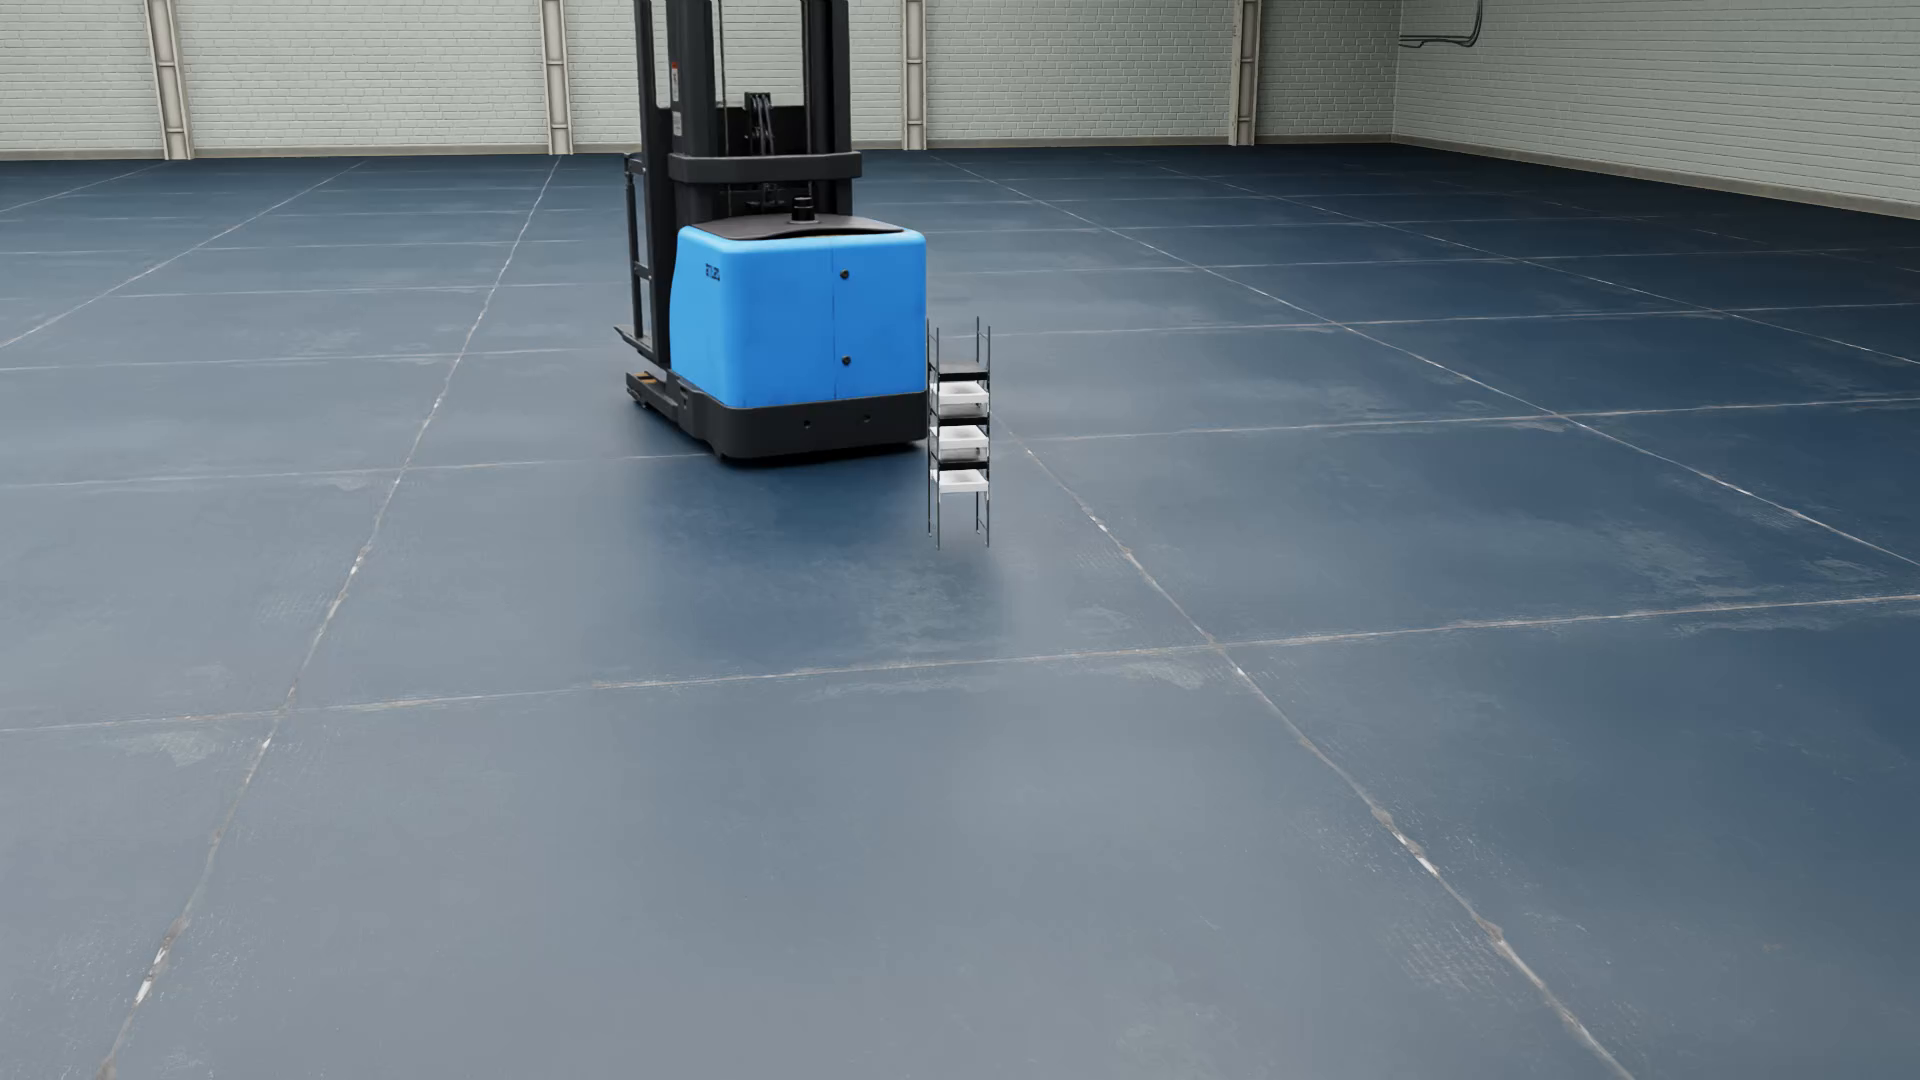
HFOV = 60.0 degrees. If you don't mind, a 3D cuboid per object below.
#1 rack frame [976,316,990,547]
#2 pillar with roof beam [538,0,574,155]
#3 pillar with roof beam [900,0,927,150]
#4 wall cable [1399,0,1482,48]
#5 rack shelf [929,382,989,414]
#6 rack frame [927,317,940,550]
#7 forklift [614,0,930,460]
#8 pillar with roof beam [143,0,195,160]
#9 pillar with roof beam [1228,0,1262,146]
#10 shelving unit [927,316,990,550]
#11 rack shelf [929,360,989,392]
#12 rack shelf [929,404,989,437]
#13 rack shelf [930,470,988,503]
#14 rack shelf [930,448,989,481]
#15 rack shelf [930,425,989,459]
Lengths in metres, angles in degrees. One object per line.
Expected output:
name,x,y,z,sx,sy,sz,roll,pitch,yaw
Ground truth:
rack frame,0.092,-0.435,6.697,0.006,0.900,0.240,-3,17,-10
pillar with roof beam,-5.876,-9.547,22.567,0.400,9.000,9.100,-3,17,-10
pillar with roof beam,0.015,-9.881,23.655,0.400,9.000,9.100,-3,17,-10
wall cable,8.233,-9.755,28.533,0.112,2.526,3.097,-3,17,-10
rack shelf,-0.008,-0.570,6.635,0.200,0.077,0.258,-3,17,-10
rack frame,-0.108,-0.424,6.660,0.006,0.900,0.240,-3,17,-10
forklift,-1.225,-2.172,8.891,1.130,2.935,3.031,-8,19,-24
pillar with roof beam,-11.767,-9.212,21.479,0.400,9.000,9.100,-3,17,-10
pillar with roof beam,5.906,-10.215,24.743,0.400,9.000,9.100,-3,17,-10
shelving unit,-0.008,-0.430,6.678,0.210,0.900,0.258,-3,17,-10
rack shelf,-0.008,-0.656,6.609,0.200,0.077,0.258,-3,17,-10
rack shelf,-0.008,-0.484,6.662,0.200,0.077,0.258,-3,17,-10
rack shelf,-0.008,-0.226,6.741,0.200,0.077,0.258,-3,17,-10
rack shelf,-0.008,-0.312,6.714,0.200,0.077,0.258,-3,17,-10
rack shelf,-0.008,-0.398,6.688,0.200,0.077,0.258,-3,17,-10
